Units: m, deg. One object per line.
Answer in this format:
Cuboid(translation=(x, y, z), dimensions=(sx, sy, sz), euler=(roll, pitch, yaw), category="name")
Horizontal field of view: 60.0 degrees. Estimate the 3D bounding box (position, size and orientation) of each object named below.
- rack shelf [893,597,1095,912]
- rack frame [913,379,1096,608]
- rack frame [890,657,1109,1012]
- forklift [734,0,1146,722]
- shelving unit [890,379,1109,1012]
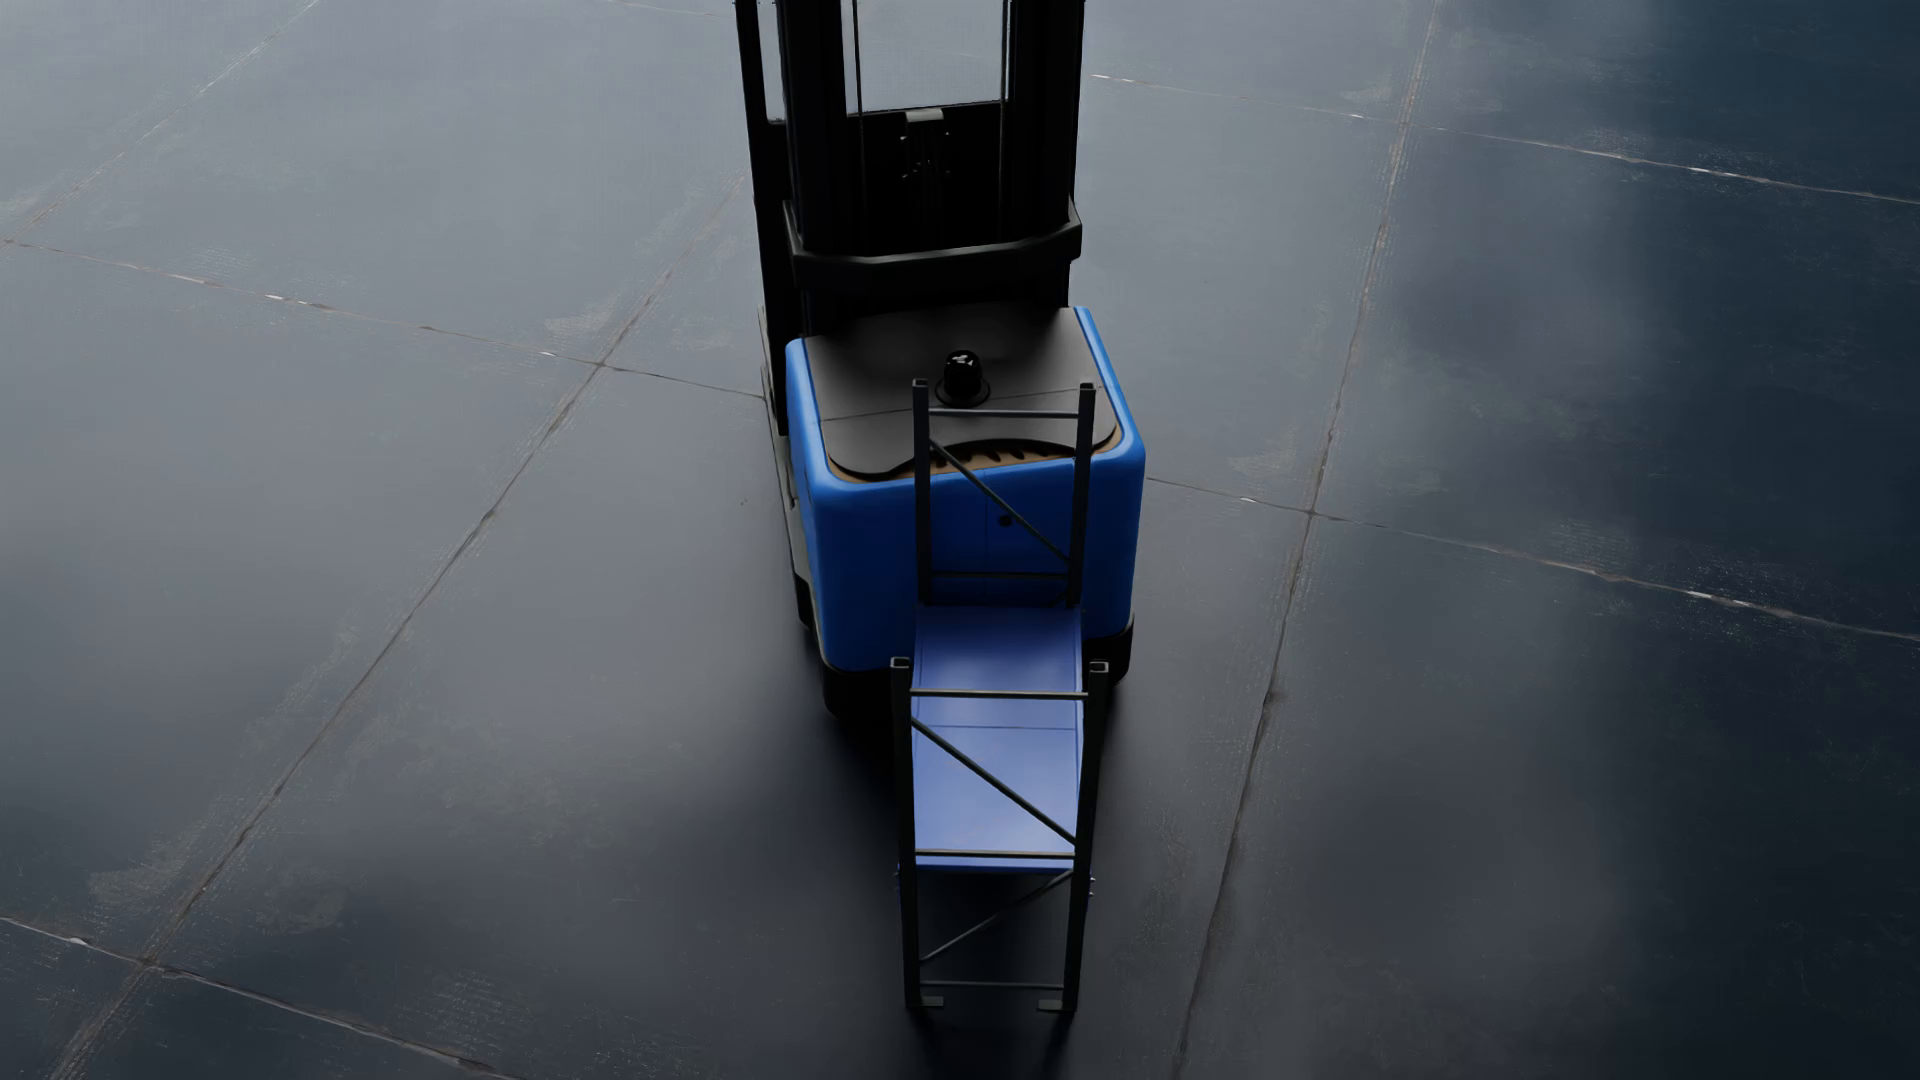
Cuboid(translation=(0.106, 0.595, 4.827), dimensions=(0.538, 0.185, 1.000), euler=(1, 44, 1), category="rack shelf")
Cuboid(translation=(0.121, 0.111, 5.064), dimensions=(0.500, 1.500, 0.032), euler=(1, 44, 1), category="rack frame")
Cuboid(translation=(0.091, 0.822, 4.338), dimensions=(0.500, 1.500, 0.032), euler=(1, 44, 1), category="rack frame")
Cuboid(translation=(-0.199, -1.486, 5.673), dimensions=(1.130, 2.935, 3.031), euler=(-8, 45, -8), category="forklift")
Cuboid(translation=(0.106, 0.467, 4.701), dimensions=(0.538, 1.500, 1.048), euler=(1, 44, 1), category="shelving unit")
